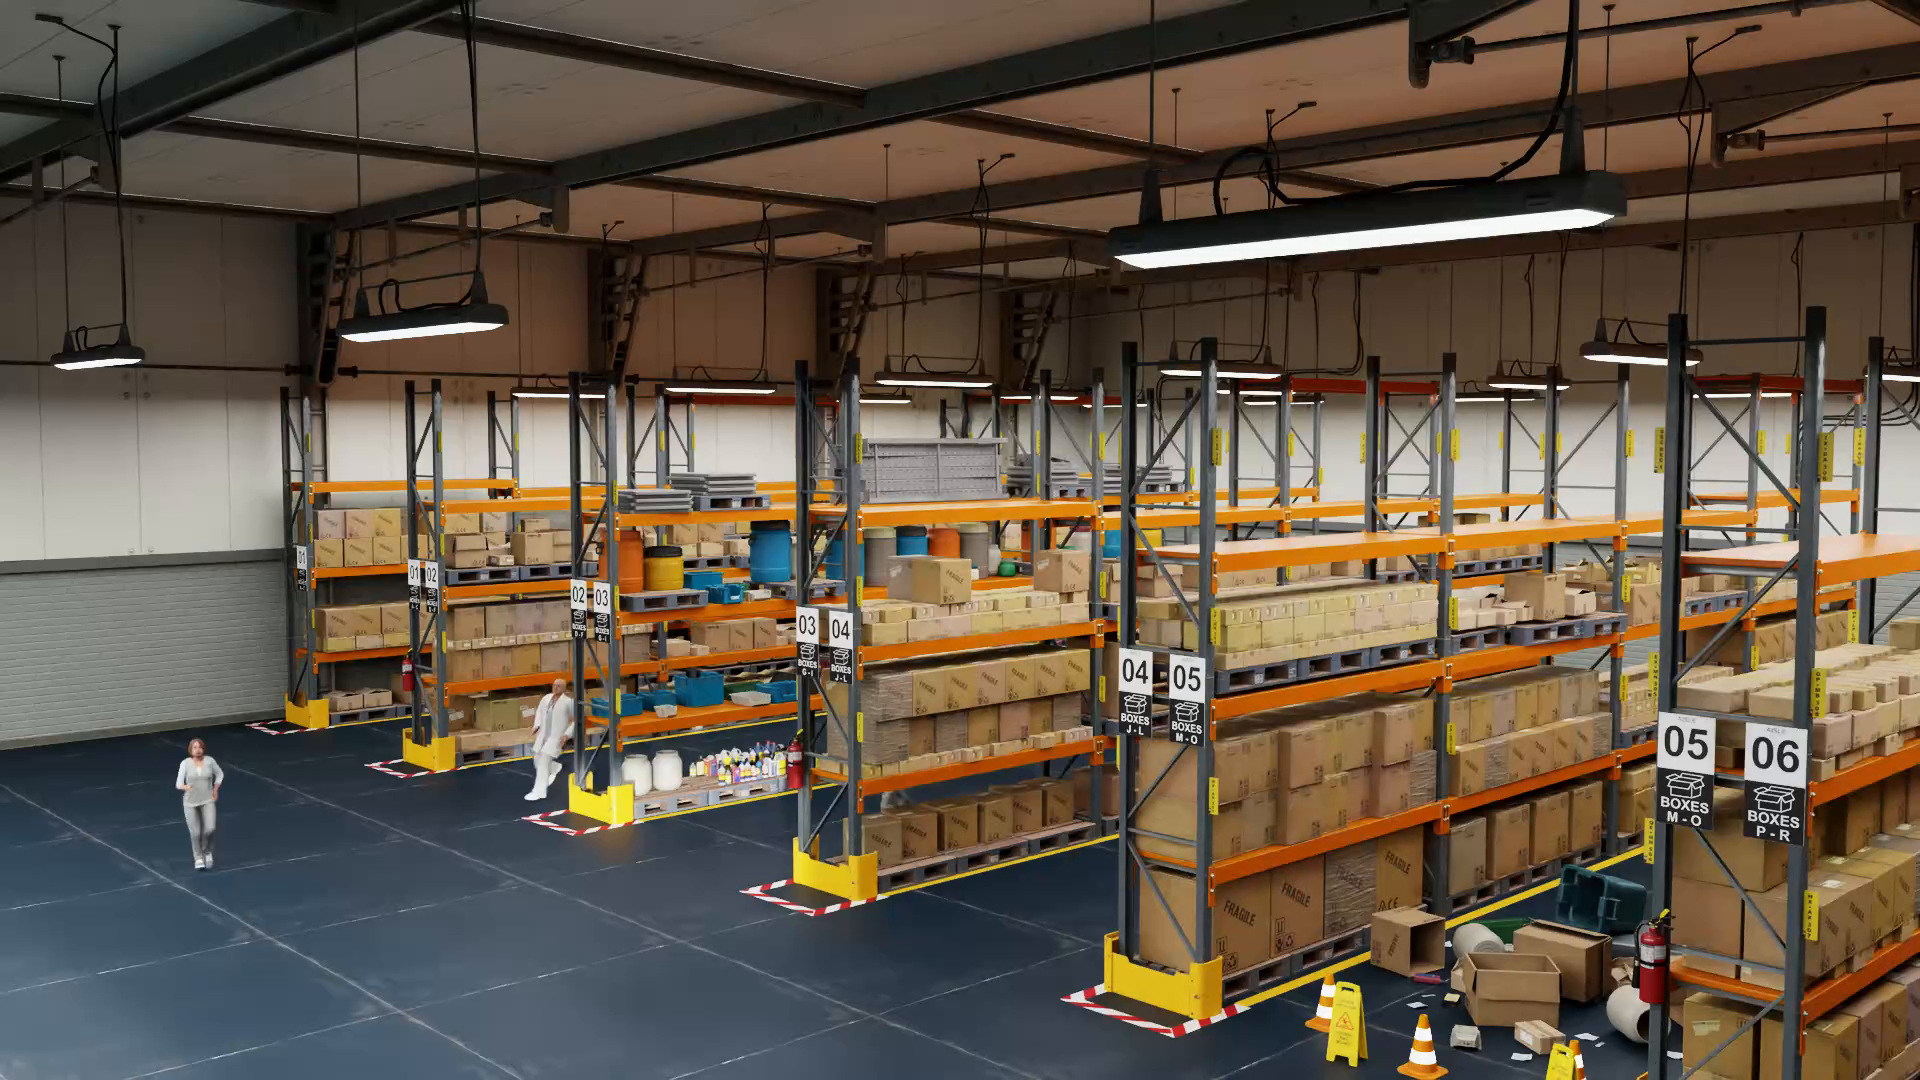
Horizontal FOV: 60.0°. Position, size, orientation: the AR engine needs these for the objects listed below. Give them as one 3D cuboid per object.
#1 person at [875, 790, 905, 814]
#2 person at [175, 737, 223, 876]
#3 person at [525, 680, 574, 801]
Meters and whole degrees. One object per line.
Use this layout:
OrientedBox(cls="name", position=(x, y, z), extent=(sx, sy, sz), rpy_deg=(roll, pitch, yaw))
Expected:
OrientedBox(cls="person", position=(-0.978, 2.879, 21.752), extent=(0.666, 1.775, 0.978), rpy_deg=(2, 4, 34))
OrientedBox(cls="person", position=(-8.912, 3.124, 19.503), extent=(0.513, 1.618, 0.650), rpy_deg=(-2, 4, -26))
OrientedBox(cls="person", position=(-5.767, 2.815, 23.452), extent=(0.738, 1.696, 0.580), rpy_deg=(1, 4, 20))
